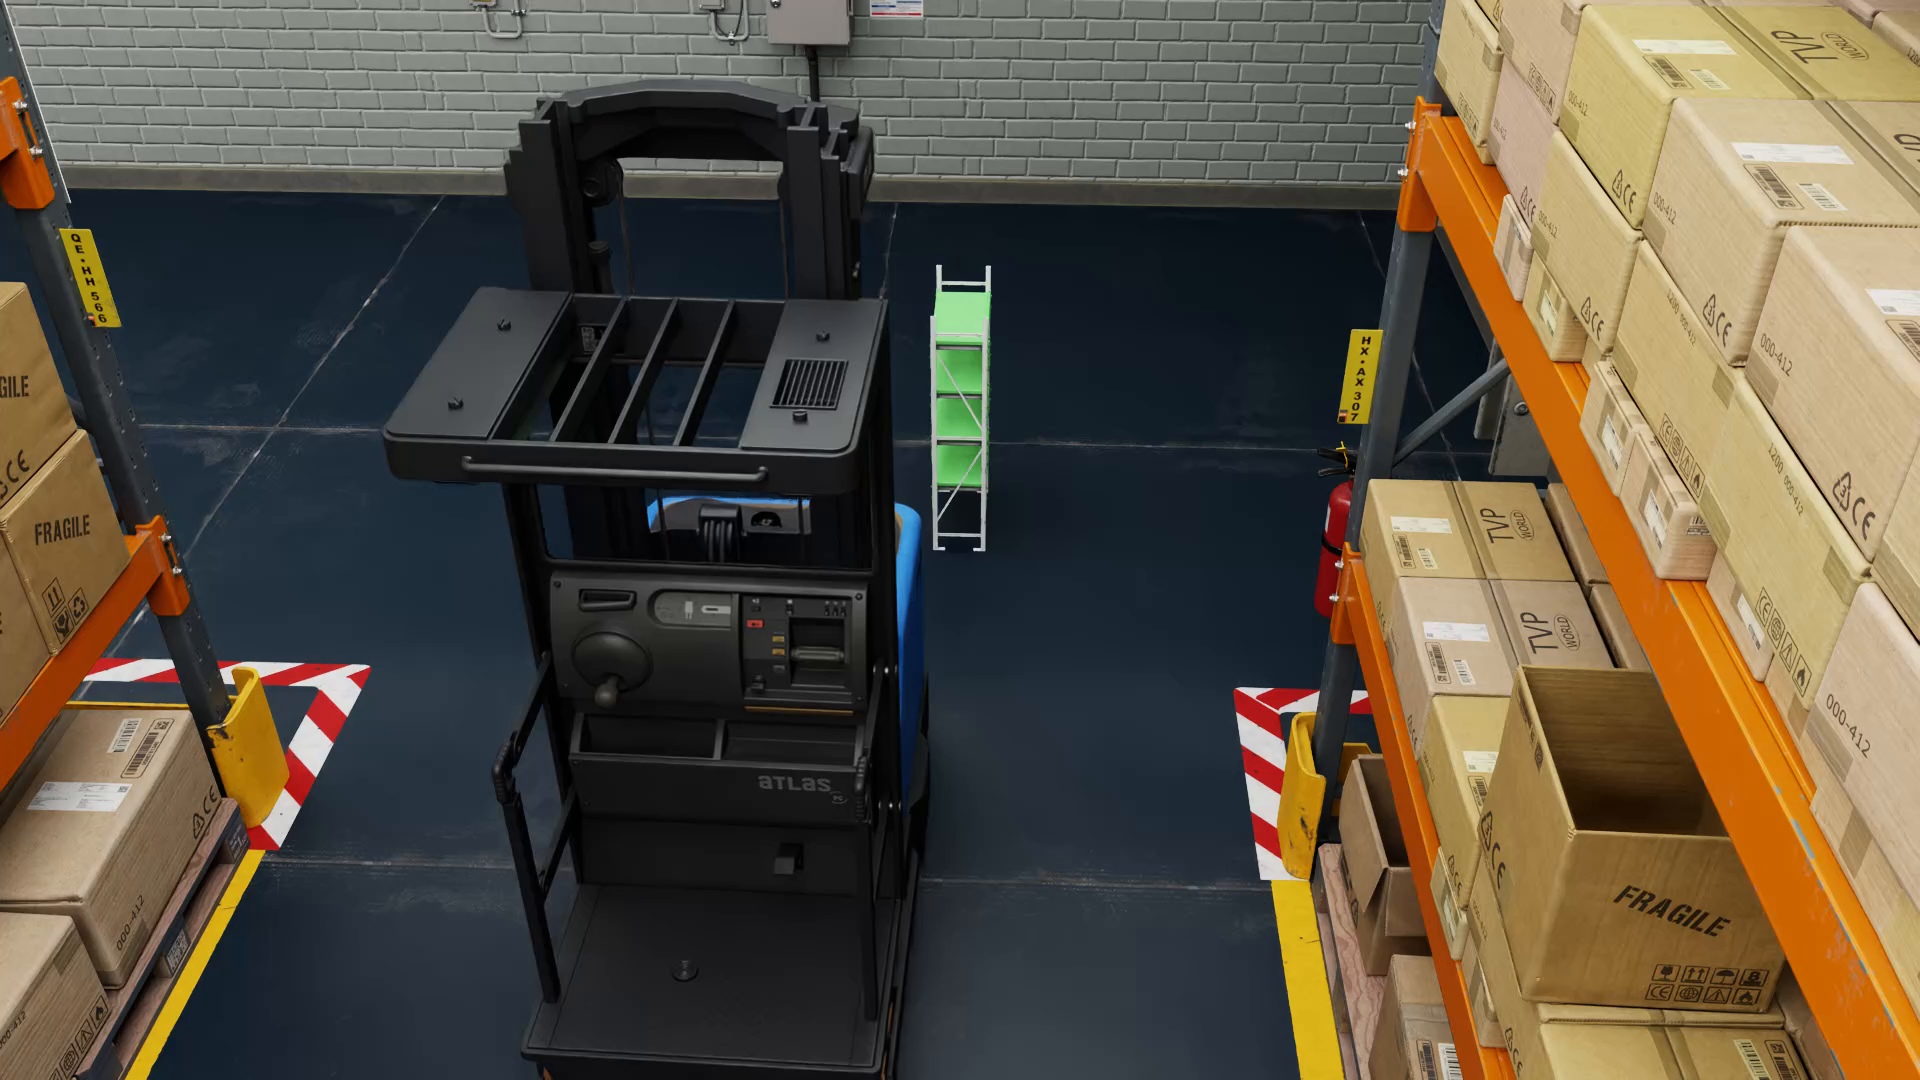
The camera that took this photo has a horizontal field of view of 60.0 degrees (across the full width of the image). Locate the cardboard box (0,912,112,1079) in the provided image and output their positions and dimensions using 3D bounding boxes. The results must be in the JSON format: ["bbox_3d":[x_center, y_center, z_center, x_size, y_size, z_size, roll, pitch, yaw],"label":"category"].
[{"bbox_3d":[-3.143,1.540,4.813,0.875,0.438,0.875,2,35,3],"label":"cardboard box"}]

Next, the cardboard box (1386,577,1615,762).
[{"bbox_3d":[1.464,0.352,4.512,0.500,0.250,0.500,2,35,2],"label":"cardboard box"}]

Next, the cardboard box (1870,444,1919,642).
[{"bbox_3d":[1.402,0.087,1.845,0.500,0.250,0.500,1,35,1],"label":"cardboard box"}]

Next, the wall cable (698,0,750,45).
[{"bbox_3d":[-1.568,-3.874,9.770,0.588,1.984,0.122,1,35,2],"label":"wall cable"}]

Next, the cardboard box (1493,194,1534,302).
[{"bbox_3d":[1.402,-0.639,3.661,0.380,0.149,0.250,2,35,3],"label":"cardboard box"}]

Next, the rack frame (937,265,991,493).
[{"bbox_3d":[0.016,-0.726,7.740,0.240,1.200,0.015,1,35,2],"label":"rack frame"}]

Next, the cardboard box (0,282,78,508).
[{"bbox_3d":[-2.970,-0.412,4.770,0.500,0.500,0.500,2,35,3],"label":"cardboard box"}]

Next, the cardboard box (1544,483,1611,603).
[{"bbox_3d":[2.018,0.079,4.901,0.500,0.250,0.500,2,35,3],"label":"cardboard box"}]

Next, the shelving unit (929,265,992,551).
[{"bbox_3d":[0.007,-0.586,7.540,0.258,1.200,0.503,1,35,2],"label":"shelving unit"}]

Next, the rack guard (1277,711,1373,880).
[{"bbox_3d":[1.768,0.935,5.985,1.175,0.500,0.348,1,35,2],"label":"rack guard"}]

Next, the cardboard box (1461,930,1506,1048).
[{"bbox_3d":[1.392,1.045,3.874,0.380,0.149,0.250,2,35,3],"label":"cardboard box"}]

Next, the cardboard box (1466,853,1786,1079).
[{"bbox_3d":[1.448,0.938,3.679,0.500,0.250,0.500,0,35,1],"label":"cardboard box"}]

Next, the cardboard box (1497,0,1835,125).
[{"bbox_3d":[1.463,-1.083,3.510,0.500,0.250,0.500,1,35,2],"label":"cardboard box"}]

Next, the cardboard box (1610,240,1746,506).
[{"bbox_3d":[1.450,-0.286,2.812,0.500,0.250,0.500,1,35,1],"label":"cardboard box"}]

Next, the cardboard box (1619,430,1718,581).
[{"bbox_3d":[1.362,-0.056,2.831,0.380,0.149,0.250,2,35,3],"label":"cardboard box"}]

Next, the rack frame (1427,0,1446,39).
[{"bbox_3d":[1.771,-2.586,3.603,1.000,3.000,0.127,1,35,2],"label":"rack frame"}]

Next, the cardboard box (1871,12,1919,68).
[{"bbox_3d":[2.001,-0.767,3.060,0.500,0.250,0.500,2,35,2],"label":"cardboard box"}]

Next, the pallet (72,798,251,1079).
[{"bbox_3d":[-3.142,1.358,5.634,1.003,0.211,1.213,1,35,2],"label":"pallet"}]

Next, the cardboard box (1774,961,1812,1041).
[{"bbox_3d":[1.950,0.960,3.648,0.500,0.250,0.500,1,35,2],"label":"cardboard box"}]

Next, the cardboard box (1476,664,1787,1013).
[{"bbox_3d":[1.424,0.618,3.482,0.500,0.500,0.500,2,35,3],"label":"cardboard box"}]

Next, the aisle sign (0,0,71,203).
[{"bbox_3d":[-2.876,-1.342,4.790,0.394,0.787,0.004,1,35,2],"label":"aisle sign"}]

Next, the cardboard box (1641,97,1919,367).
[{"bbox_3d":[1.446,-0.501,2.682,0.500,0.250,0.500,2,35,3],"label":"cardboard box"}]

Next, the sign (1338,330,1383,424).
[{"bbox_3d":[1.229,-0.498,5.097,0.100,0.325,0.005,1,35,2],"label":"sign"}]

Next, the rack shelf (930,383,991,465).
[{"bbox_3d":[0.007,-0.534,7.577,0.258,0.148,0.480,1,35,2],"label":"rack shelf"}]

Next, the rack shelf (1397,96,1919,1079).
[{"bbox_3d":[1.691,0.085,3.038,1.077,0.370,4.000,1,35,2],"label":"rack shelf"}]

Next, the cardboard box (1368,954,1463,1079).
[{"bbox_3d":[1.579,1.559,4.732,0.700,0.500,0.500,3,35,4],"label":"cardboard box"}]

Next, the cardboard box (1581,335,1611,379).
[{"bbox_3d":[1.450,-0.345,3.242,0.380,0.149,0.250,1,35,1],"label":"cardboard box"}]

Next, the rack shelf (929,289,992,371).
[{"bbox_3d":[0.007,-0.926,7.301,0.258,0.148,0.480,1,35,2],"label":"rack shelf"}]

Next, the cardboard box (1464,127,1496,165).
[{"bbox_3d":[1.526,-1.078,4.285,0.380,0.149,0.250,2,35,3],"label":"cardboard box"}]

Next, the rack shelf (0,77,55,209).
[{"bbox_3d":[-3.269,-0.028,3.198,1.077,0.370,4.000,1,35,2],"label":"rack shelf"}]

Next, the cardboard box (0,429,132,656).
[{"bbox_3d":[-2.943,-0.002,5.057,0.500,0.500,0.500,2,35,2],"label":"cardboard box"}]

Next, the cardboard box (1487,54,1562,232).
[{"bbox_3d":[1.481,-0.878,3.654,0.500,0.250,0.500,2,35,3],"label":"cardboard box"}]

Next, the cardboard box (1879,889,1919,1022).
[{"bbox_3d":[1.362,0.534,1.991,0.380,0.149,0.250,2,35,3],"label":"cardboard box"}]

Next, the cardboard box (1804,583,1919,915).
[{"bbox_3d":[1.390,0.297,1.981,0.500,0.250,0.500,0,35,0],"label":"cardboard box"}]

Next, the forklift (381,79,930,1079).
[{"bbox_3d":[-0.744,0.368,4.677,1.130,2.935,3.031,2,35,3],"label":"forklift"}]

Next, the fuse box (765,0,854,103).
[{"bbox_3d":[-0.892,-2.825,10.281,0.539,1.711,0.414,1,35,2],"label":"fuse box"}]

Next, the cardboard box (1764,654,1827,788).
[{"bbox_3d":[1.417,0.240,2.409,0.380,0.149,0.250,2,35,3],"label":"cardboard box"}]

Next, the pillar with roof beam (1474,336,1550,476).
[{"bbox_3d":[-1.521,-4.214,5.919,9.100,9.000,0.400,1,35,2],"label":"pillar with roof beam"}]
